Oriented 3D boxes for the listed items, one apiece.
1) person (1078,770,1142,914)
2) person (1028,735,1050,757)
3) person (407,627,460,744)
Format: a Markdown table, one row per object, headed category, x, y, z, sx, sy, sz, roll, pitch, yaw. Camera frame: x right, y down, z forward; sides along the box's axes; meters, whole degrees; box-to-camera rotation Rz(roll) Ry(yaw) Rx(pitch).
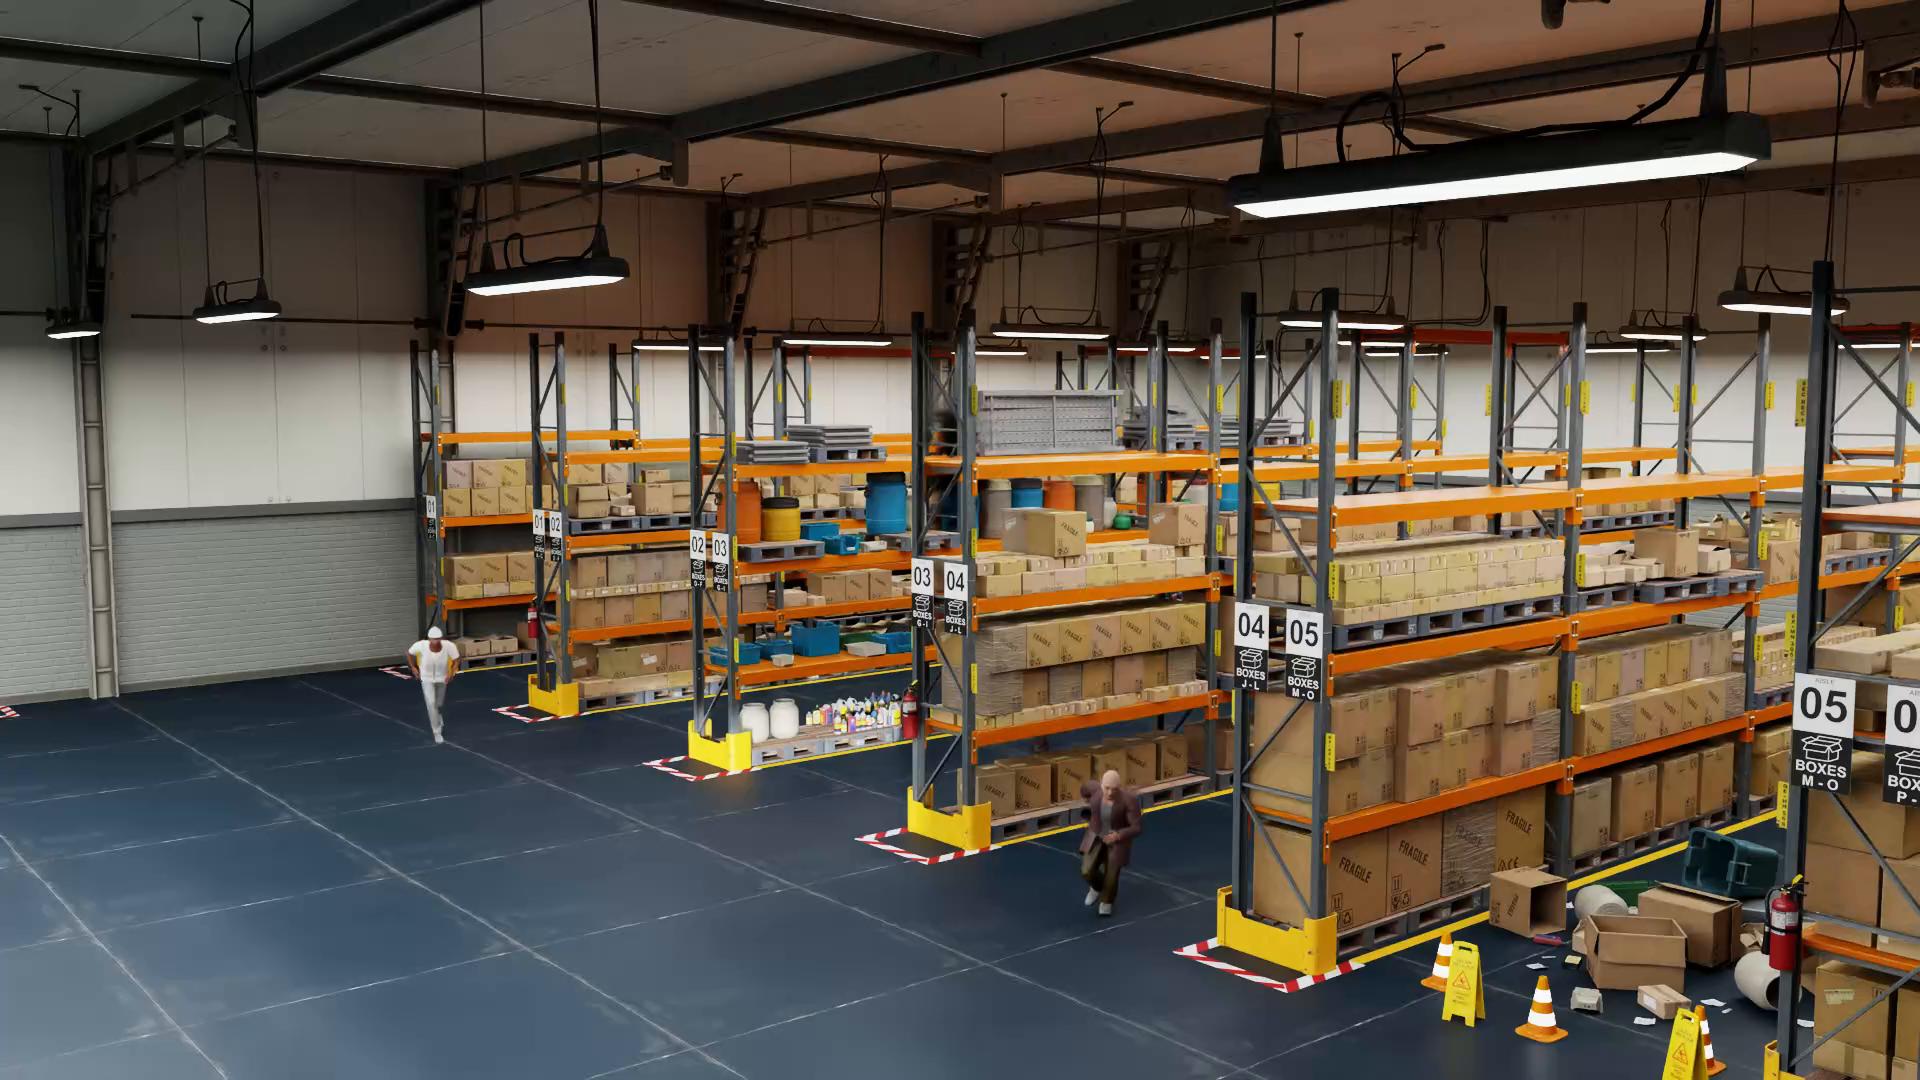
| category | x | y | z | sx | sy | sz | roll | pitch | yaw |
| --- | --- | --- | --- | --- | --- | --- | --- | --- | --- |
| person | 1.420 | 2.909 | 15.978 | 0.734 | 1.542 | 1.057 | 2 | 6 | 18 |
| person | 0.975 | 2.023 | 21.737 | 0.456 | 1.754 | 0.636 | -1 | 5 | -5 |
| person | -7.731 | 2.083 | 24.459 | 0.736 | 1.715 | 1.043 | -2 | 6 | -16 |
